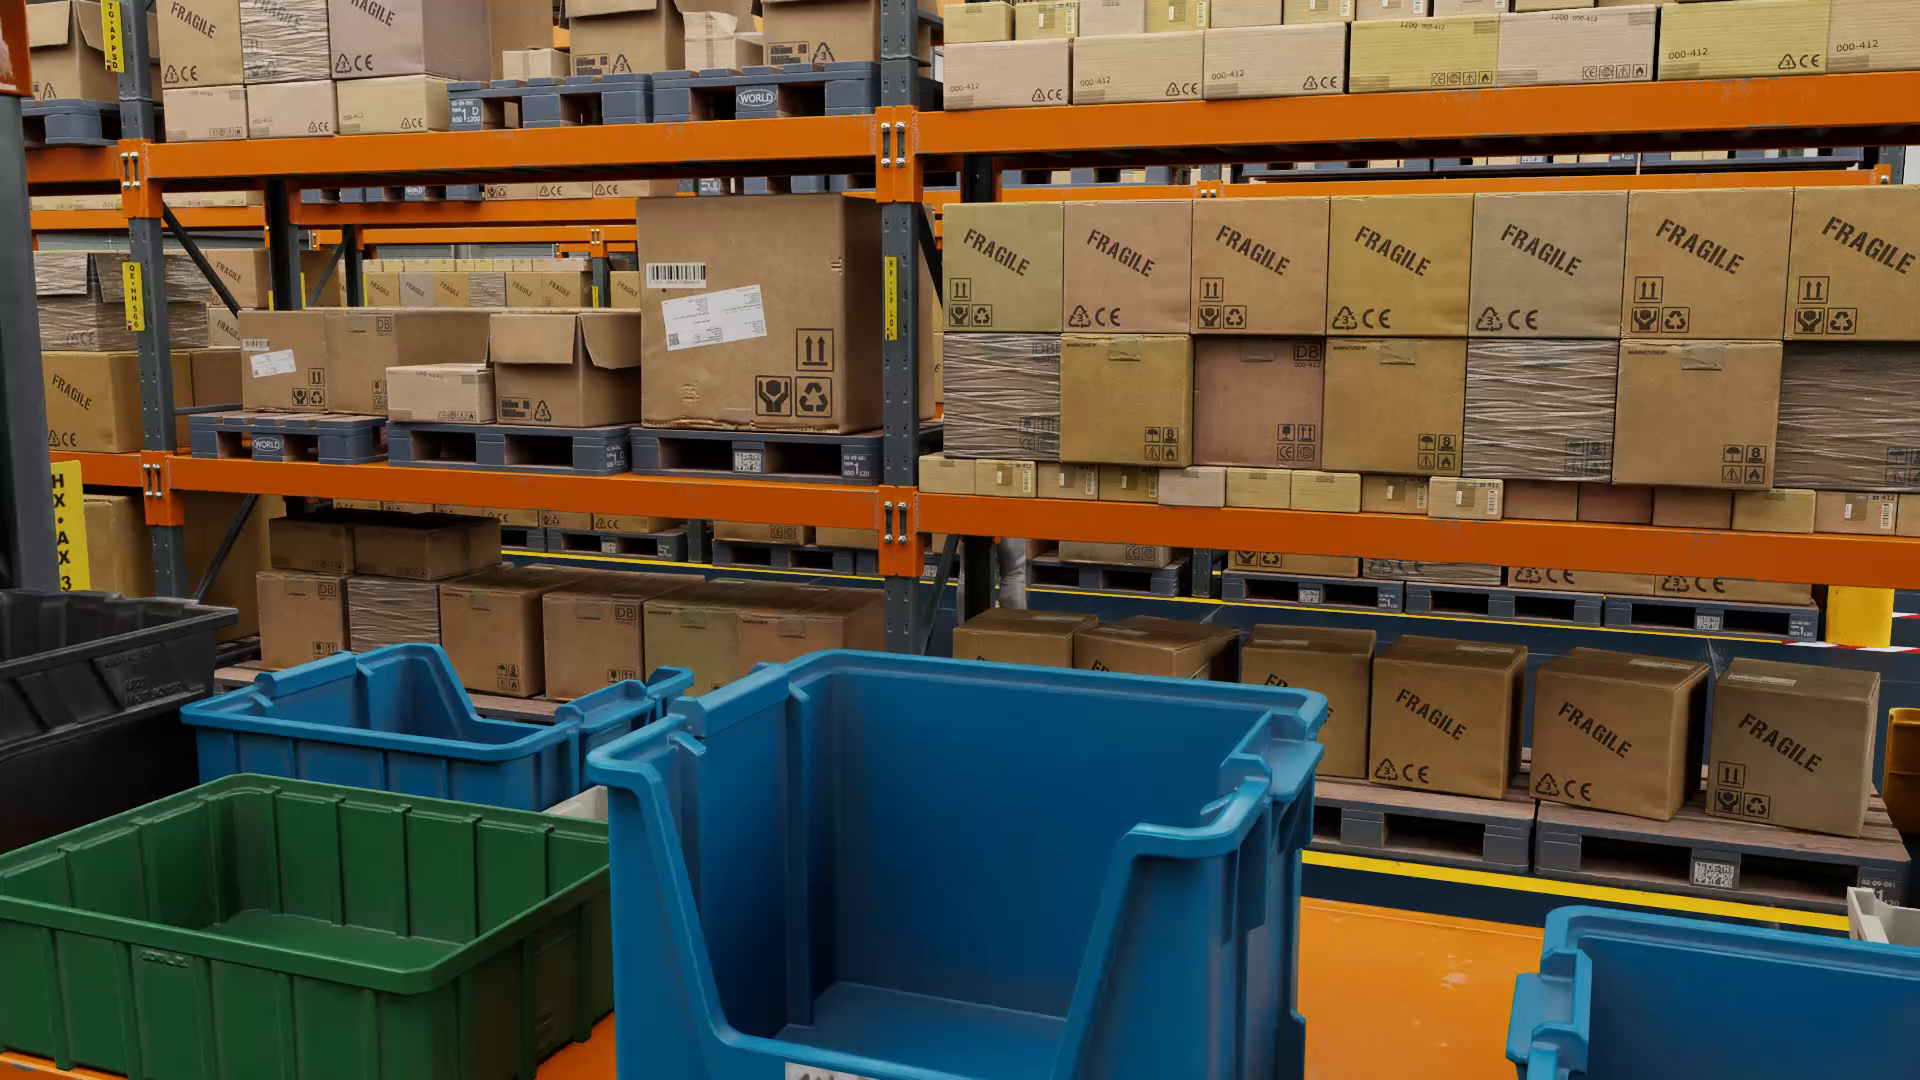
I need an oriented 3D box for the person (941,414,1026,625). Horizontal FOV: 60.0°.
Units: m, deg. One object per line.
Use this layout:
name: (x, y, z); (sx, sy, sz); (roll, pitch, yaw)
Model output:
person: (0.171, -0.200, 9.611); (0.625, 1.759, 0.463); (3, 9, 19)
